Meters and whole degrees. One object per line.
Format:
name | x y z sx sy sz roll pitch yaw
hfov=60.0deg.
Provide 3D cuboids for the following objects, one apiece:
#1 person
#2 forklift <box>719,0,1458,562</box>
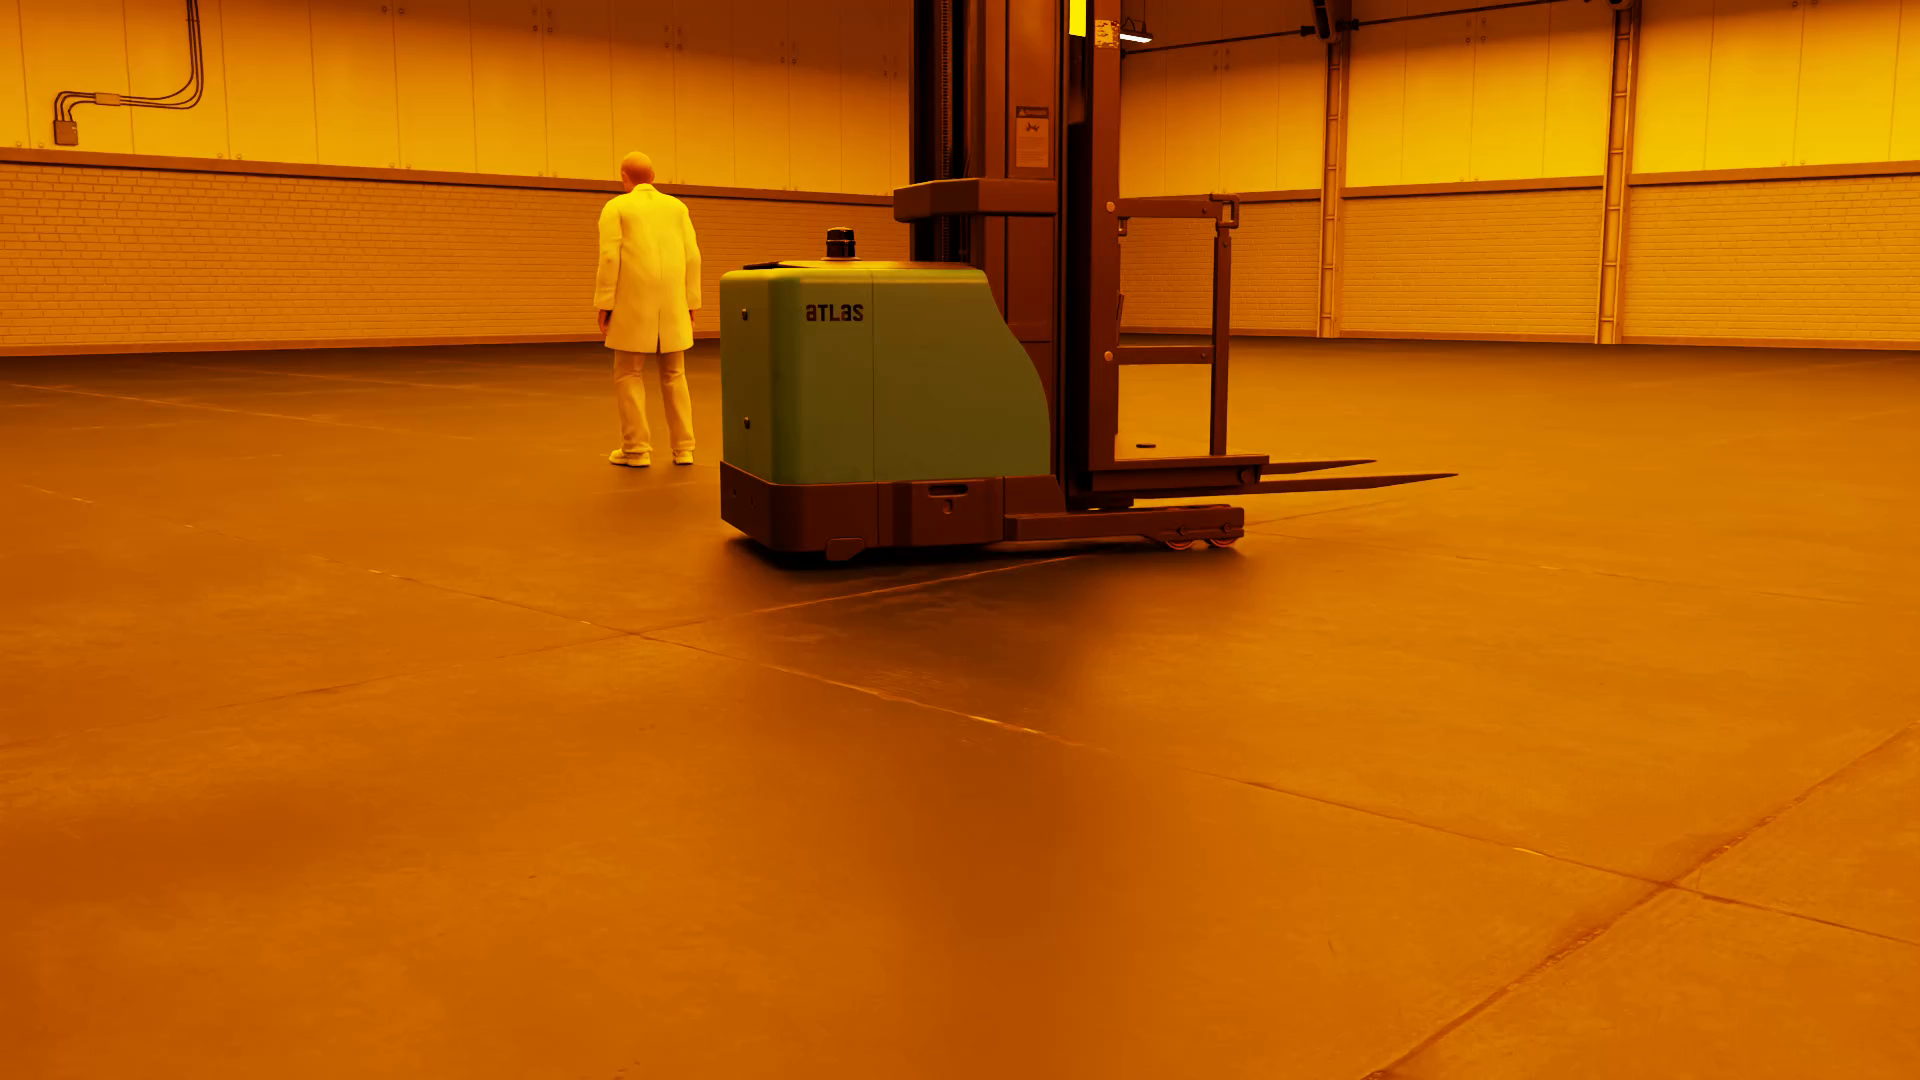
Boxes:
person | -1.787 -1.316 9.507 0.643 1.772 0.435 -5 10 -32
forklift | 0.592 -1.481 6.710 3.031 2.935 1.130 -3 9 -20
